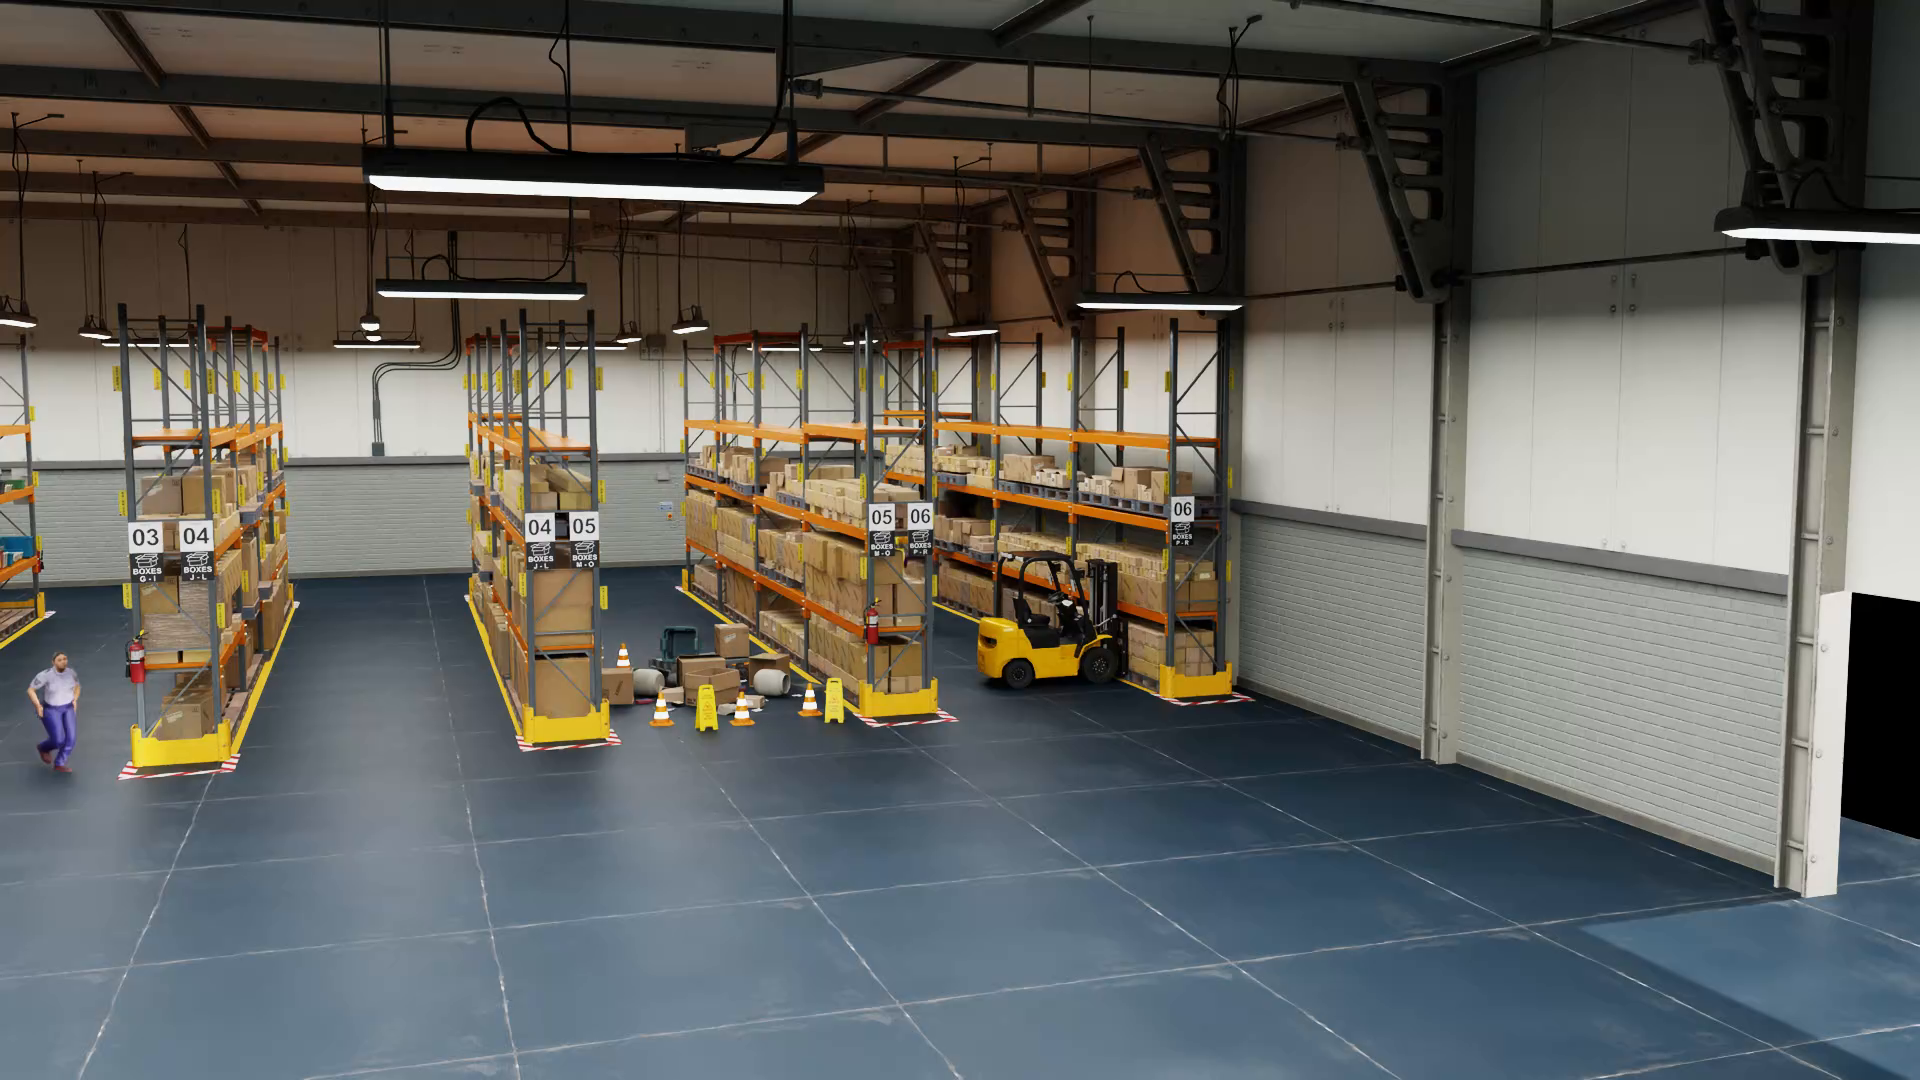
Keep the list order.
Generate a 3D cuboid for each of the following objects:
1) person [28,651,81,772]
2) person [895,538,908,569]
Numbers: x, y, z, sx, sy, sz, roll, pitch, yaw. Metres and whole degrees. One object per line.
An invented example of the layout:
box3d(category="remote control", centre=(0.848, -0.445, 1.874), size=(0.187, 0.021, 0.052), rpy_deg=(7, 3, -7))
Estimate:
box3d(category="person", centre=(-11.644, 2.202, 21.410), size=(0.599, 1.577, 0.631), rpy_deg=(4, 6, 33))
box3d(category="person", centre=(-1.417, 0.807, 34.994), size=(0.719, 1.747, 0.931), rpy_deg=(-4, 7, -34))
